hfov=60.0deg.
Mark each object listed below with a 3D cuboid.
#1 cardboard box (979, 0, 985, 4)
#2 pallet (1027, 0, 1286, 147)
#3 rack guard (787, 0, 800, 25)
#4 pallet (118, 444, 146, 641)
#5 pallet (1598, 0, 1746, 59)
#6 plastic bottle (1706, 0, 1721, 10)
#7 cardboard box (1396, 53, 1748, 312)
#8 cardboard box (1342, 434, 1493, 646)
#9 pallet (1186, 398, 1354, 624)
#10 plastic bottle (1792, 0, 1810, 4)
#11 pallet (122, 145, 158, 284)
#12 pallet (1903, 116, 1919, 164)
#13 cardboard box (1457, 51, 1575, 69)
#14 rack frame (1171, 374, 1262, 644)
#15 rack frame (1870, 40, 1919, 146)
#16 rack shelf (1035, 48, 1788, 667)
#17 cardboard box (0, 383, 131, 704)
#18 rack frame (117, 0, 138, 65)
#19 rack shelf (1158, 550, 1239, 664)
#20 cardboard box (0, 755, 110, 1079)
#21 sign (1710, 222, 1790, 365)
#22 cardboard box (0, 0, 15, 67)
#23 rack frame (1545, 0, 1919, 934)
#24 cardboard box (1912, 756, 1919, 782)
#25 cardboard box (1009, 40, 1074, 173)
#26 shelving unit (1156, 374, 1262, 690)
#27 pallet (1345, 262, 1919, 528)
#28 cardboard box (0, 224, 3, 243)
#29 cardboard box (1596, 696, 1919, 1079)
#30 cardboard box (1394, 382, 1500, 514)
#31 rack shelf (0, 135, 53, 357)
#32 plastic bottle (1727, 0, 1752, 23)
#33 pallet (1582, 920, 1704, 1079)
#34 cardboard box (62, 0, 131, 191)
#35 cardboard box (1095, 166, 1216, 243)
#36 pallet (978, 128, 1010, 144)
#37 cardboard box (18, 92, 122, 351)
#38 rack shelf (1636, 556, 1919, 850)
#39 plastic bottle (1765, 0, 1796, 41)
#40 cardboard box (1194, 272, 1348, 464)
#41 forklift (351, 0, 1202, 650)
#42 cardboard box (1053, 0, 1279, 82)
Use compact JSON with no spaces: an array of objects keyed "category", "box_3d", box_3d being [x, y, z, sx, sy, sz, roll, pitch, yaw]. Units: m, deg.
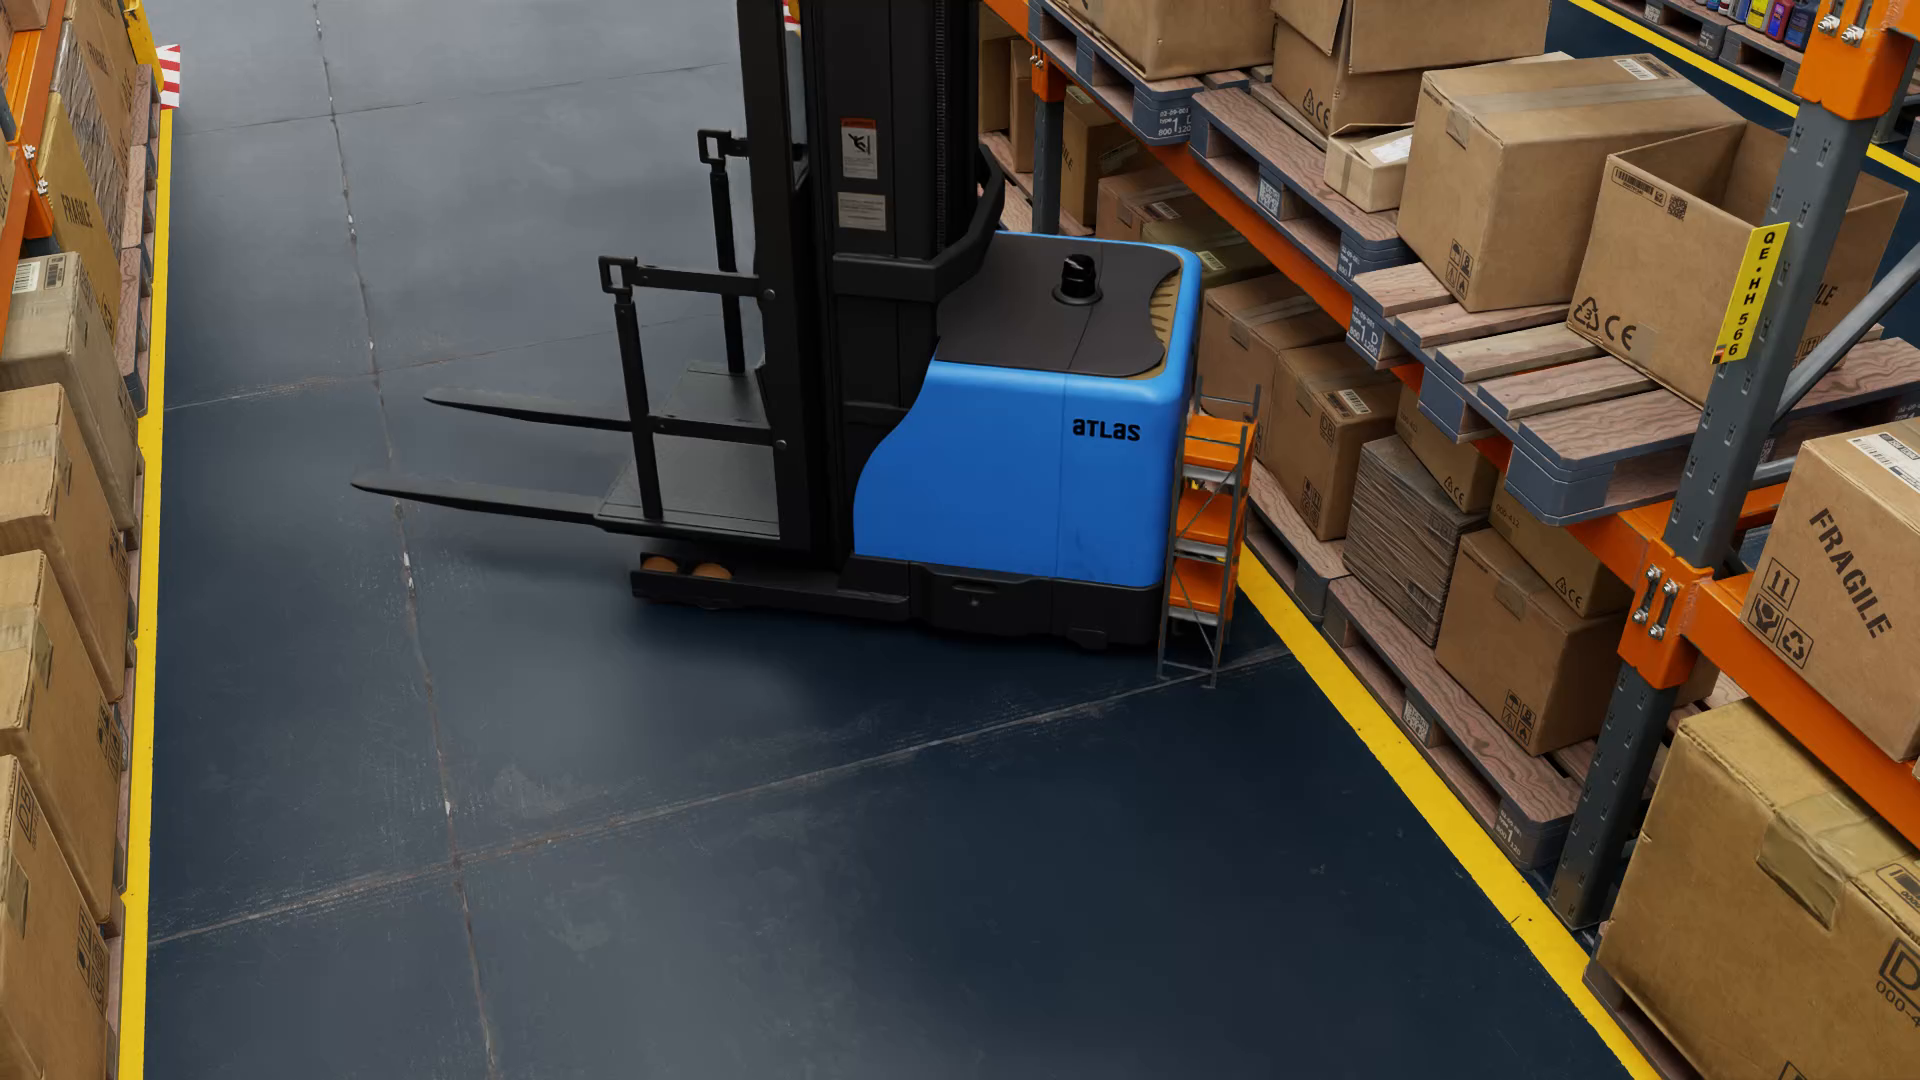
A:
[{"category":"cardboard box","box_3d":[0.078,-2.855,9.275,0.500,0.500,0.500,-9,38,-12]},{"category":"pallet","box_3d":[0.946,-1.932,6.481,1.003,0.211,1.213,-12,39,-16]},{"category":"rack guard","box_3d":[-0.531,-3.688,10.731,1.175,0.500,0.348,-12,39,-16]},{"category":"pallet","box_3d":[-3.536,0.034,6.030,1.003,0.211,1.213,-12,39,-16]},{"category":"pallet","box_3d":[4.855,-3.460,10.668,1.003,0.211,1.213,-12,39,-16]},{"category":"plastic bottle","box_3d":[4.647,-3.388,10.157,0.097,0.271,0.097,0,37,0]},{"category":"cardboard box","box_3d":[1.687,-1.010,4.665,0.700,0.500,0.500,-7,38,-9]},{"category":"cardboard box","box_3d":[1.744,-0.073,5.565,0.700,0.500,0.500,-16,40,-20]},{"category":"pallet","box_3d":[1.513,-0.226,6.375,1.003,0.211,1.213,-12,39,-16]},{"category":"plastic bottle","box_3d":[5.240,-3.427,10.205,0.152,0.276,0.135,-12,39,-16]},{"category":"pallet","box_3d":[-4.484,-1.523,8.096,1.003,0.211,1.213,-12,39,-16]},{"category":"pallet","box_3d":[5.777,-1.946,8.658,1.003,0.211,1.213,-12,39,-16]},{"category":"cardboard box","box_3d":[1.835,-1.313,5.275,0.500,0.250,0.500,-14,39,-17]},{"category":"rack frame","box_3d":[0.836,-0.077,5.480,0.200,1.050,0.008,11,38,14]},{"category":"rack frame","box_3d":[5.470,-3.496,8.398,1.000,3.000,0.127,-12,39,-16]},{"category":"rack shelf","box_3d":[1.508,-1.053,5.753,1.077,0.370,4.000,-12,39,-16]},{"category":"cardboard box","box_3d":[-3.246,0.108,5.134,1.050,0.750,0.750,-12,39,-16]},{"category":"rack frame","box_3d":[-5.249,-3.760,8.749,1.000,3.000,0.127,-12,39,-16]},{"category":"rack shelf","box_3d":[0.798,0.223,5.561,0.215,0.259,0.240,11,38,14]},{"category":"cardboard box","box_3d":[-2.621,1.128,3.781,1.050,0.750,0.750,-13,39,-17]},{"category":"sign","box_3d":[1.690,-0.524,3.556,0.100,0.325,0.005,-12,39,-16]},{"category":"cardboard box","box_3d":[-4.221,-2.072,6.383,0.875,0.550,0.550,-12,39,-16]},{"category":"rack frame","box_3d":[2.196,-0.210,4.036,1.000,3.000,0.127,-12,39,-16]},{"category":"cardboard box","box_3d":[2.288,0.371,3.181,0.500,0.500,0.500,-13,39,-17]},{"category":"cardboard box","box_3d":[0.515,-2.196,8.400,0.500,0.500,0.500,-1,37,-1]},{"category":"shelving unit","box_3d":[0.799,-0.007,5.387,0.215,1.050,0.252,11,38,14]},{"category":"pallet","box_3d":[1.851,-0.514,4.599,1.213,0.211,1.003,-12,39,-16]},{"category":"cardboard box","box_3d":[-3.268,-1.015,5.022,0.500,0.500,0.500,-13,39,-16]},{"category":"cardboard box","box_3d":[2.414,0.865,4.026,1.225,0.875,0.875,-14,39,-18]},{"category":"cardboard box","box_3d":[1.745,-0.357,5.320,0.500,0.250,0.500,-8,38,-11]},{"category":"rack shelf","box_3d":[-3.184,-0.083,4.465,1.077,0.370,4.000,-12,39,-16]},{"category":"plastic bottle","box_3d":[4.748,-3.271,9.998,0.152,0.276,0.135,-12,39,-15]},{"category":"pallet","box_3d":[2.397,1.364,4.263,1.003,0.211,1.213,-12,39,-16]},{"category":"cardboard box","box_3d":[-4.649,-2.213,8.112,0.875,0.875,0.875,-13,39,-17]},{"category":"cardboard box","box_3d":[1.011,-1.296,7.189,0.700,0.500,0.500,-15,40,-19]},{"category":"pallet","box_3d":[0.132,-2.419,9.286,1.003,0.211,1.213,-12,39,-16]},{"category":"cardboard box","box_3d":[-4.023,-1.189,6.752,0.875,0.875,0.875,-12,39,-15]},{"category":"rack shelf","box_3d":[2.884,1.207,2.753,1.077,0.370,4.000,-12,39,-16]},{"category":"plastic bottle","box_3d":[4.817,-3.082,9.741,0.061,0.283,0.133,-10,38,-13]},{"category":"cardboard box","box_3d":[1.350,-0.707,6.407,0.700,0.500,0.500,-16,40,-20]},{"category":"forklift","box_3d":[-0.708,-1.226,5.442,3.031,2.935,1.130,7,37,9]},{"category":"cardboard box","box_3d":[0.962,-2.400,6.095,1.000,1.000,1.000,-12,39,-16]}]
